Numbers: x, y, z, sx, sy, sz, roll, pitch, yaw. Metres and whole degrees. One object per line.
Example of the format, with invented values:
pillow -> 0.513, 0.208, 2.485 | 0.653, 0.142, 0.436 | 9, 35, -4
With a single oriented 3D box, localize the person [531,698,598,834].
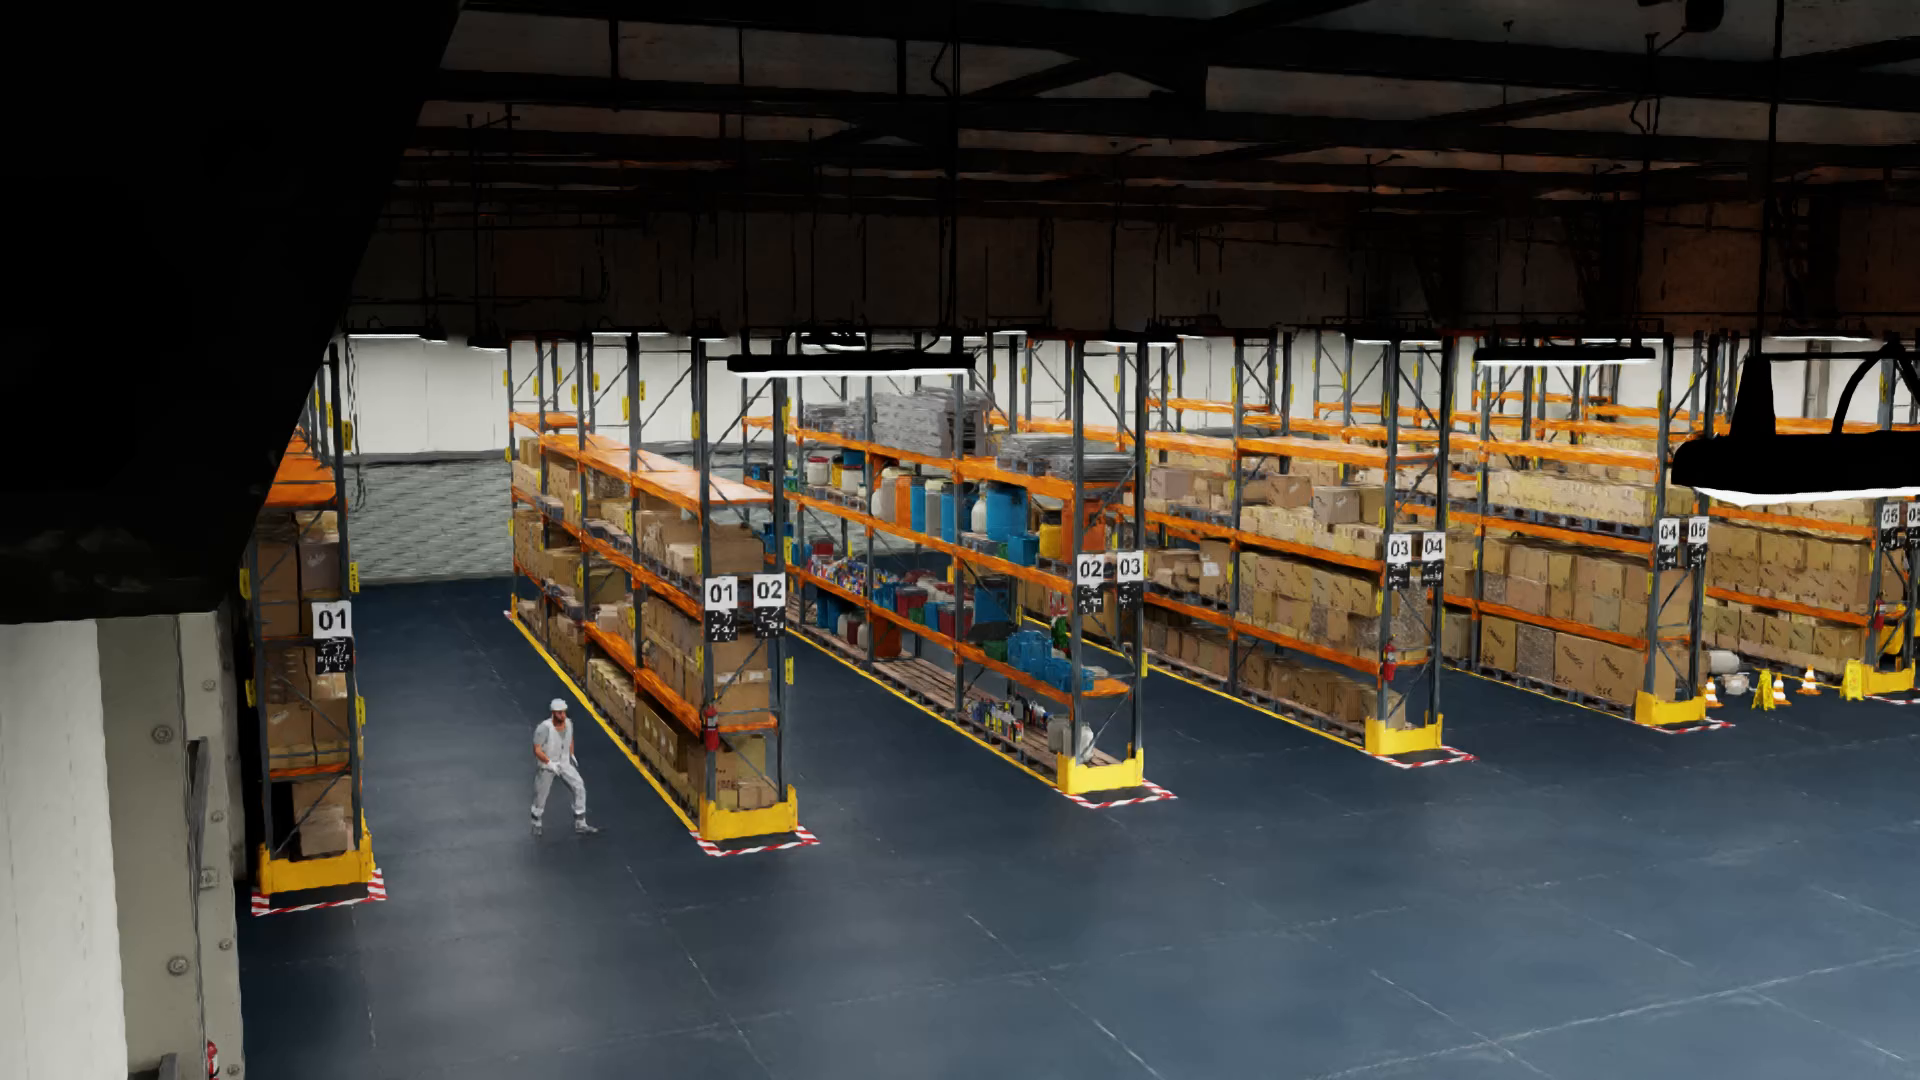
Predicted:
person -> -4.890, 2.739, 20.151 | 0.675, 1.722, 0.793 | -7, 11, -42

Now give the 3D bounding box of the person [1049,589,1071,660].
person -> 1.713, 1.361, 29.942 | 0.577, 1.779, 0.655 | 0, 8, 3
